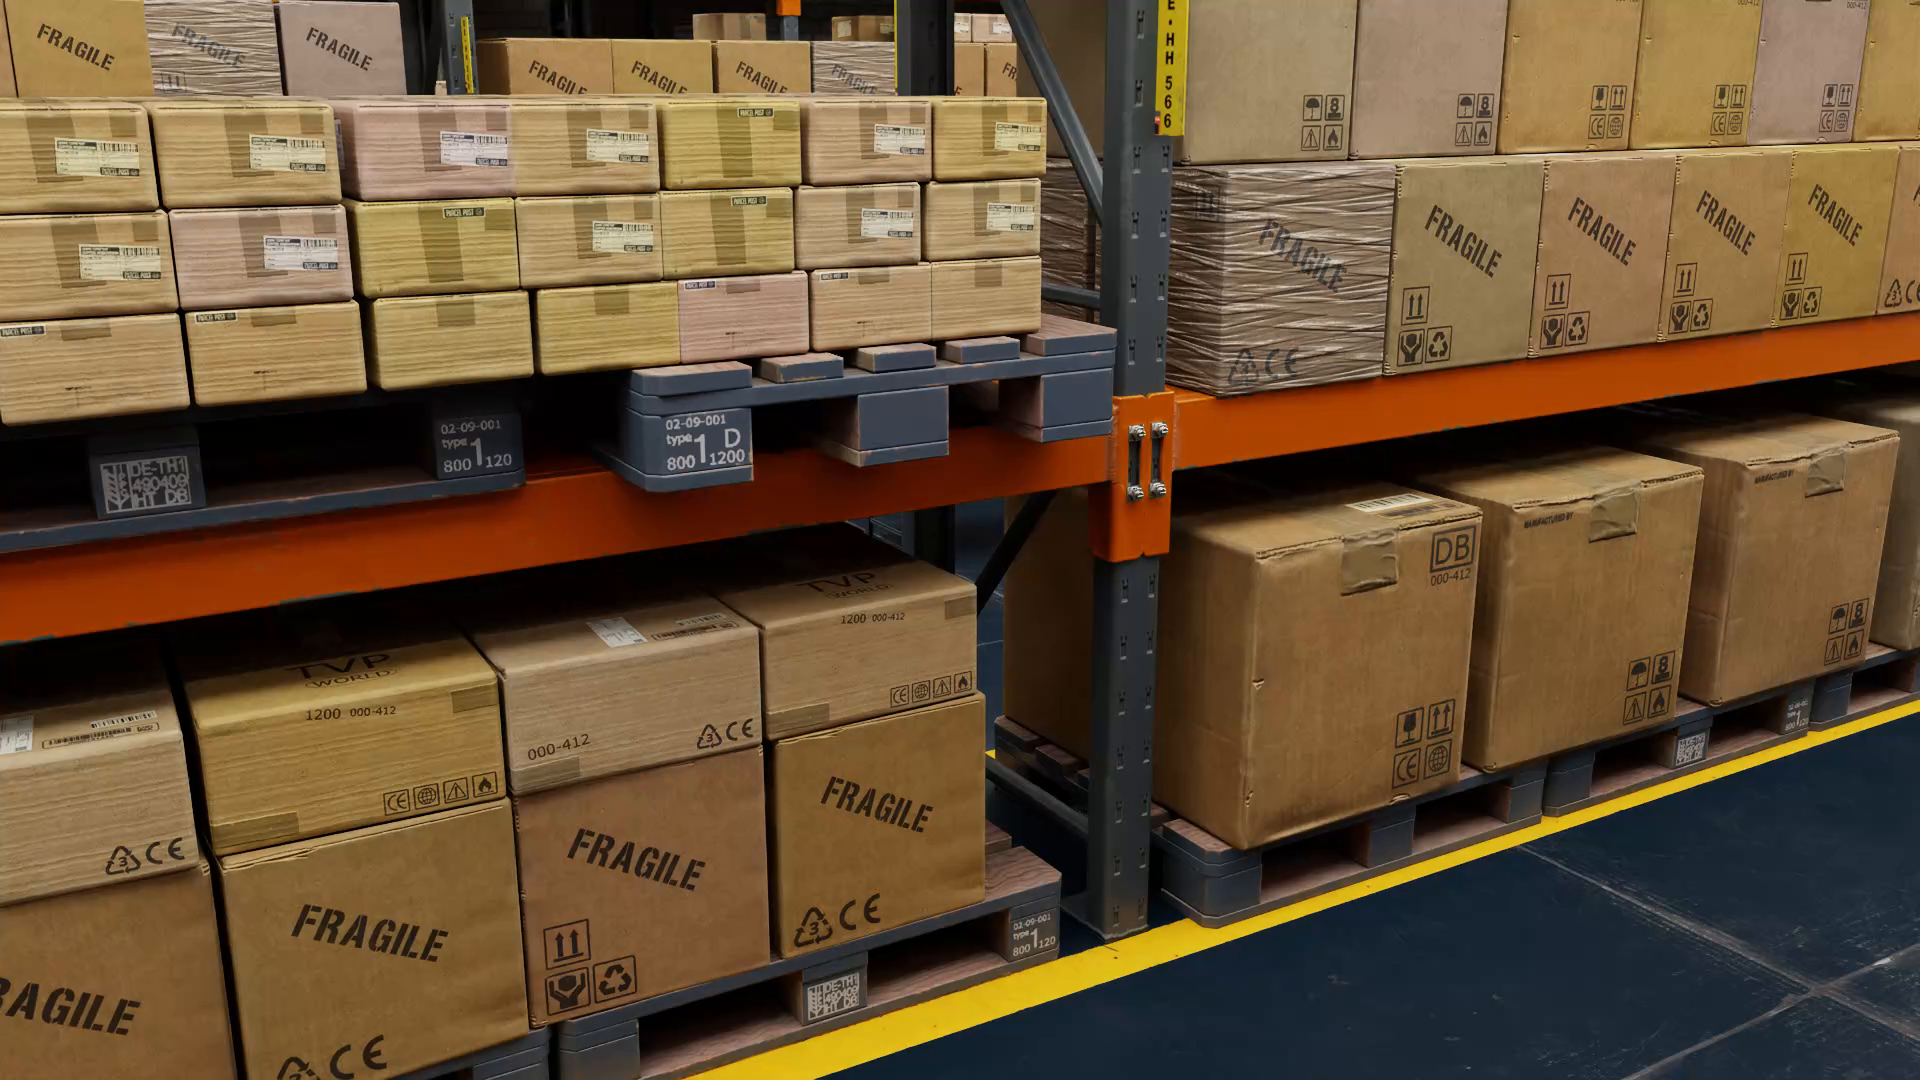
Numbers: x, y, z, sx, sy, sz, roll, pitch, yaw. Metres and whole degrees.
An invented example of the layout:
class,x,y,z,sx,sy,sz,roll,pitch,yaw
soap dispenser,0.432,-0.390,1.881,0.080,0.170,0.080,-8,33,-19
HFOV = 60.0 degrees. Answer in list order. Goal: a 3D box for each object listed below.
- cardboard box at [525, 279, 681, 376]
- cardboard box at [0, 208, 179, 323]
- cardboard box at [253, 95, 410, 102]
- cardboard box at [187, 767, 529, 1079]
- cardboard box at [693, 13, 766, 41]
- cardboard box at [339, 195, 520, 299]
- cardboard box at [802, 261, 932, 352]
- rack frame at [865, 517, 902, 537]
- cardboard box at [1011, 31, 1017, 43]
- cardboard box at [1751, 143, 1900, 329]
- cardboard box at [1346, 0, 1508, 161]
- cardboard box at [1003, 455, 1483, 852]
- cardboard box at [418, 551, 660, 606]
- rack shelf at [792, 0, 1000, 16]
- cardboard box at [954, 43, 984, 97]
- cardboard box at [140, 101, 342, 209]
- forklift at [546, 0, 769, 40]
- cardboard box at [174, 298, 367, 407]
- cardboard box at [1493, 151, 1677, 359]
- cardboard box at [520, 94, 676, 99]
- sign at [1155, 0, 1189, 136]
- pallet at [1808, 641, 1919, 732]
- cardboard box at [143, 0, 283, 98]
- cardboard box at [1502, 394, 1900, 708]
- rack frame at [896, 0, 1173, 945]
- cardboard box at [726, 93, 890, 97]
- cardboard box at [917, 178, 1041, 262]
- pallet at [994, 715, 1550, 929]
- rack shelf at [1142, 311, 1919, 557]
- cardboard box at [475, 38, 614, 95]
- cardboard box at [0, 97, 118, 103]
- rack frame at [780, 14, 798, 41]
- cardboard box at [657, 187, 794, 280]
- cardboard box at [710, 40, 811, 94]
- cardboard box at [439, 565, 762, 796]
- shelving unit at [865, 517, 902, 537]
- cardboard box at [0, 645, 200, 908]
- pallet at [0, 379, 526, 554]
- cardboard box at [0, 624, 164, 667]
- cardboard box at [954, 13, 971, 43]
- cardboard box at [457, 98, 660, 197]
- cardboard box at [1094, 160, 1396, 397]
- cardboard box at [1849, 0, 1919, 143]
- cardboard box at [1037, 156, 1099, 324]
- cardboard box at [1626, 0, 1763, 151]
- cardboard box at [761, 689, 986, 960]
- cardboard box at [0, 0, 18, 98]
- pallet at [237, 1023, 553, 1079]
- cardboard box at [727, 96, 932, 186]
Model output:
class,x,y,z,sx,sy,sz,roll,pitch,yaw
cardboard box,-0.690,-0.406,2.987,0.250,0.149,0.380,-9,18,-30
cardboard box,-1.369,-0.438,2.551,0.250,0.149,0.380,-10,18,-31
cardboard box,-1.250,-0.806,3.312,0.250,0.149,0.380,-8,18,-27
cardboard box,-1.176,0.699,3.213,0.500,0.500,0.500,-10,19,-32
cardboard box,-1.233,-2.733,8.886,0.250,0.149,0.380,-10,19,-32
cardboard box,-0.925,-0.510,2.809,0.250,0.149,0.380,-9,18,-30
cardboard box,-0.254,-0.475,3.236,0.250,0.149,0.380,-9,18,-30
rack frame,-0.308,-0.672,7.029,0.023,1.500,0.400,-9,18,-30
cardboard box,0.353,-3.013,9.884,0.250,0.149,0.380,-9,18,-30
cardboard box,2.398,-0.932,4.994,0.500,0.500,0.500,-9,18,-29
cardboard box,0.968,-1.263,4.322,0.500,0.500,0.700,-10,18,-31
cardboard box,0.714,0.214,4.479,0.750,0.750,1.050,-9,18,-30
cardboard box,-1.005,0.148,3.790,0.500,0.250,0.500,-9,18,-30
rack shelf,0.093,-4.814,14.802,4.000,0.370,1.077,-9,18,-30
cardboard box,-0.209,-2.427,8.997,0.500,0.500,0.500,-9,18,-28
cardboard box,-1.148,-0.617,2.640,0.250,0.149,0.380,-8,18,-27
forklift,-1.877,-2.552,11.084,3.031,2.935,1.130,-9,18,-30
cardboard box,-1.143,-0.332,2.726,0.250,0.149,0.380,-9,18,-28
cardboard box,1.536,-0.793,4.495,0.500,0.500,0.500,-9,18,-30
cardboard box,-0.792,-0.880,3.578,0.250,0.149,0.380,-9,18,-30
sign,0.433,-0.998,3.415,0.005,0.325,0.100,-9,18,-30
pallet,2.952,0.308,5.919,1.213,0.211,1.003,-9,18,-30
cardboard box,-3.235,-2.058,7.158,0.500,0.500,0.500,-9,18,-29
cardboard box,2.260,-0.038,5.377,0.750,0.750,1.050,-9,18,-30
rack frame,0.145,-0.603,4.004,0.127,3.000,1.000,-9,18,-30
cardboard box,-0.354,-0.951,3.830,0.250,0.149,0.380,-9,18,-30
cardboard box,-0.044,-0.654,3.320,0.250,0.149,0.380,-9,18,-29
pallet,0.860,0.647,4.709,1.213,0.211,1.003,-9,18,-30
rack shelf,1.860,-0.535,5.093,4.000,0.370,1.077,-9,18,-30
cardboard box,-1.986,-2.137,7.961,0.500,0.500,0.500,-10,18,-31
cardboard box,-1.692,-0.735,3.058,0.250,0.149,0.380,-10,18,-30
rack frame,-1.621,-3.438,14.118,0.127,3.000,1.000,-9,18,-30
cardboard box,-0.496,-0.579,3.054,0.250,0.149,0.380,-9,18,-28
cardboard box,-1.091,-2.286,8.495,0.500,0.500,0.500,-9,18,-29
cardboard box,-0.733,0.266,3.369,0.500,0.250,0.500,-9,18,-29
shelving unit,0.006,-0.723,7.211,0.755,1.500,0.431,-9,18,-30
cardboard box,-1.619,0.407,2.864,0.500,0.250,0.500,-8,18,-28
pallet,-1.530,-0.226,3.015,1.213,0.211,1.003,-9,18,-30
cardboard box,-1.882,0.286,3.296,0.500,0.250,0.500,-10,19,-32
cardboard box,-0.148,-2.738,8.902,0.250,0.149,0.380,-10,19,-32
cardboard box,-0.707,-0.688,2.892,0.250,0.149,0.380,-9,18,-28
cardboard box,0.669,-0.651,3.990,0.500,0.500,0.500,-9,18,-29
cardboard box,2.712,-1.546,5.331,0.500,0.500,0.700,-10,18,-31
cardboard box,0.393,-0.776,4.436,0.500,0.500,0.500,-9,18,-30
cardboard box,1.845,-1.406,4.832,0.500,0.500,0.700,-9,18,-30
cardboard box,-0.284,0.550,3.743,0.500,0.500,0.500,-9,18,-30
cardboard box,-4.101,-1.922,6.672,0.500,0.500,0.500,-10,18,-31
pallet,-1.570,1.016,3.393,1.213,0.211,1.003,-9,18,-30
cardboard box,-0.255,-0.762,3.157,0.250,0.149,0.380,-9,18,-30
